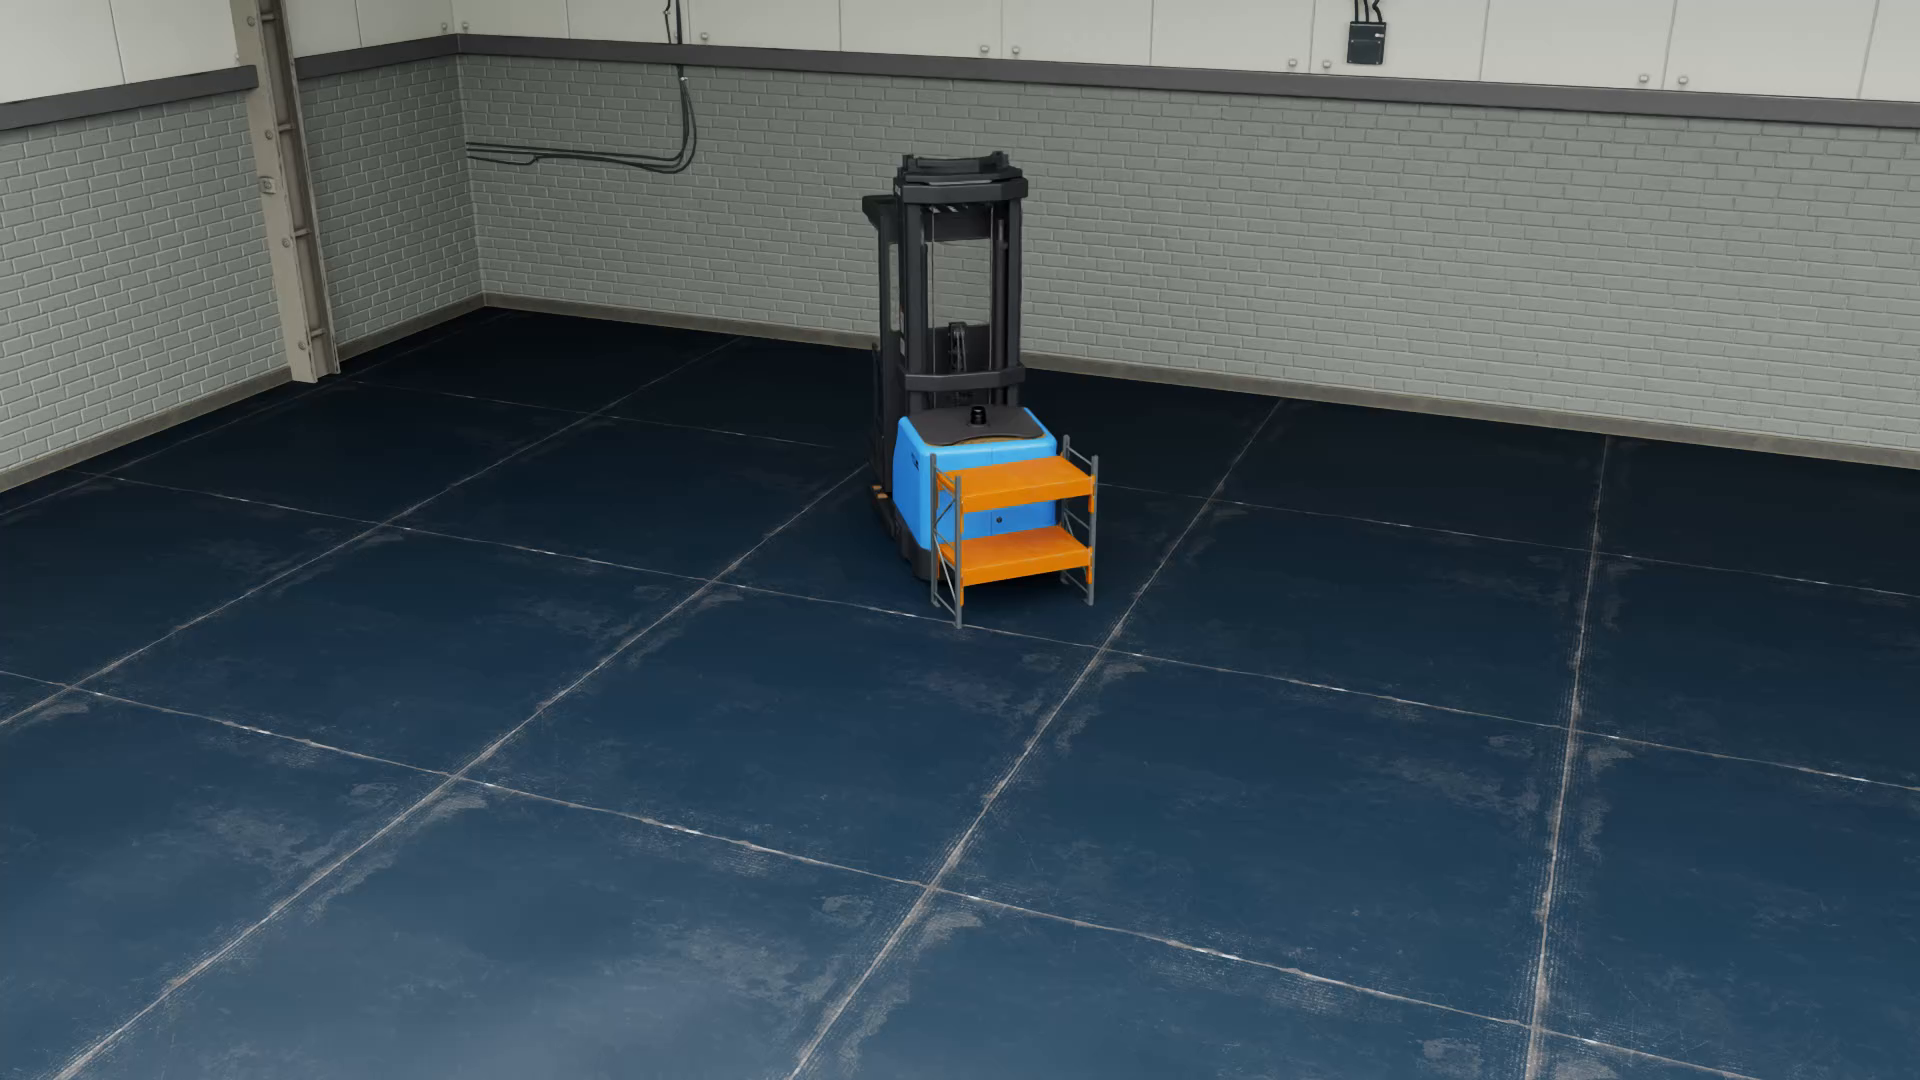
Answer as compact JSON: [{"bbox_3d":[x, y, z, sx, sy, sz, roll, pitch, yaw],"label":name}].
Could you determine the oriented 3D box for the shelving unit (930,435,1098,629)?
[{"bbox_3d":[0.372,-0.066,11.671,1.048,1.125,0.538,-9,24,-20],"label":"shelving unit"}]

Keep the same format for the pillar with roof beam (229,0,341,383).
[{"bbox_3d":[-2.583,-5.211,13.771,9.100,9.000,0.400,9,24,20],"label":"pillar with roof beam"}]

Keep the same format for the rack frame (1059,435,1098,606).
[{"bbox_3d":[0.843,-0.140,11.848,0.032,1.125,0.500,-9,24,-20],"label":"rack frame"}]

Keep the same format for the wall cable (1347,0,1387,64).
[{"bbox_3d":[4.551,-6.896,13.395,2.305,6.003,0.169,9,24,20],"label":"wall cable"}]

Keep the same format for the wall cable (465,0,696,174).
[{"bbox_3d":[-4.258,-5.259,17.916,3.097,2.526,0.112,9,24,20],"label":"wall cable"}]

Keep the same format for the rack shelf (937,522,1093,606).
[{"bbox_3d":[0.372,0.160,11.765,1.000,0.278,0.538,-9,24,-20],"label":"rack shelf"}]

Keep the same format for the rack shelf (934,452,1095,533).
[{"bbox_3d":[0.372,-0.336,11.558,1.000,0.278,0.538,-9,24,-20],"label":"rack shelf"}]

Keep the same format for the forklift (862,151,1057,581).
[{"bbox_3d":[-0.130,-1.594,12.987,1.130,2.935,3.031,-5,23,-13],"label":"forklift"}]

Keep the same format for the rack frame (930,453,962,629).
[{"bbox_3d":[-0.099,0.008,11.494,0.032,1.125,0.500,-9,24,-20],"label":"rack frame"}]
